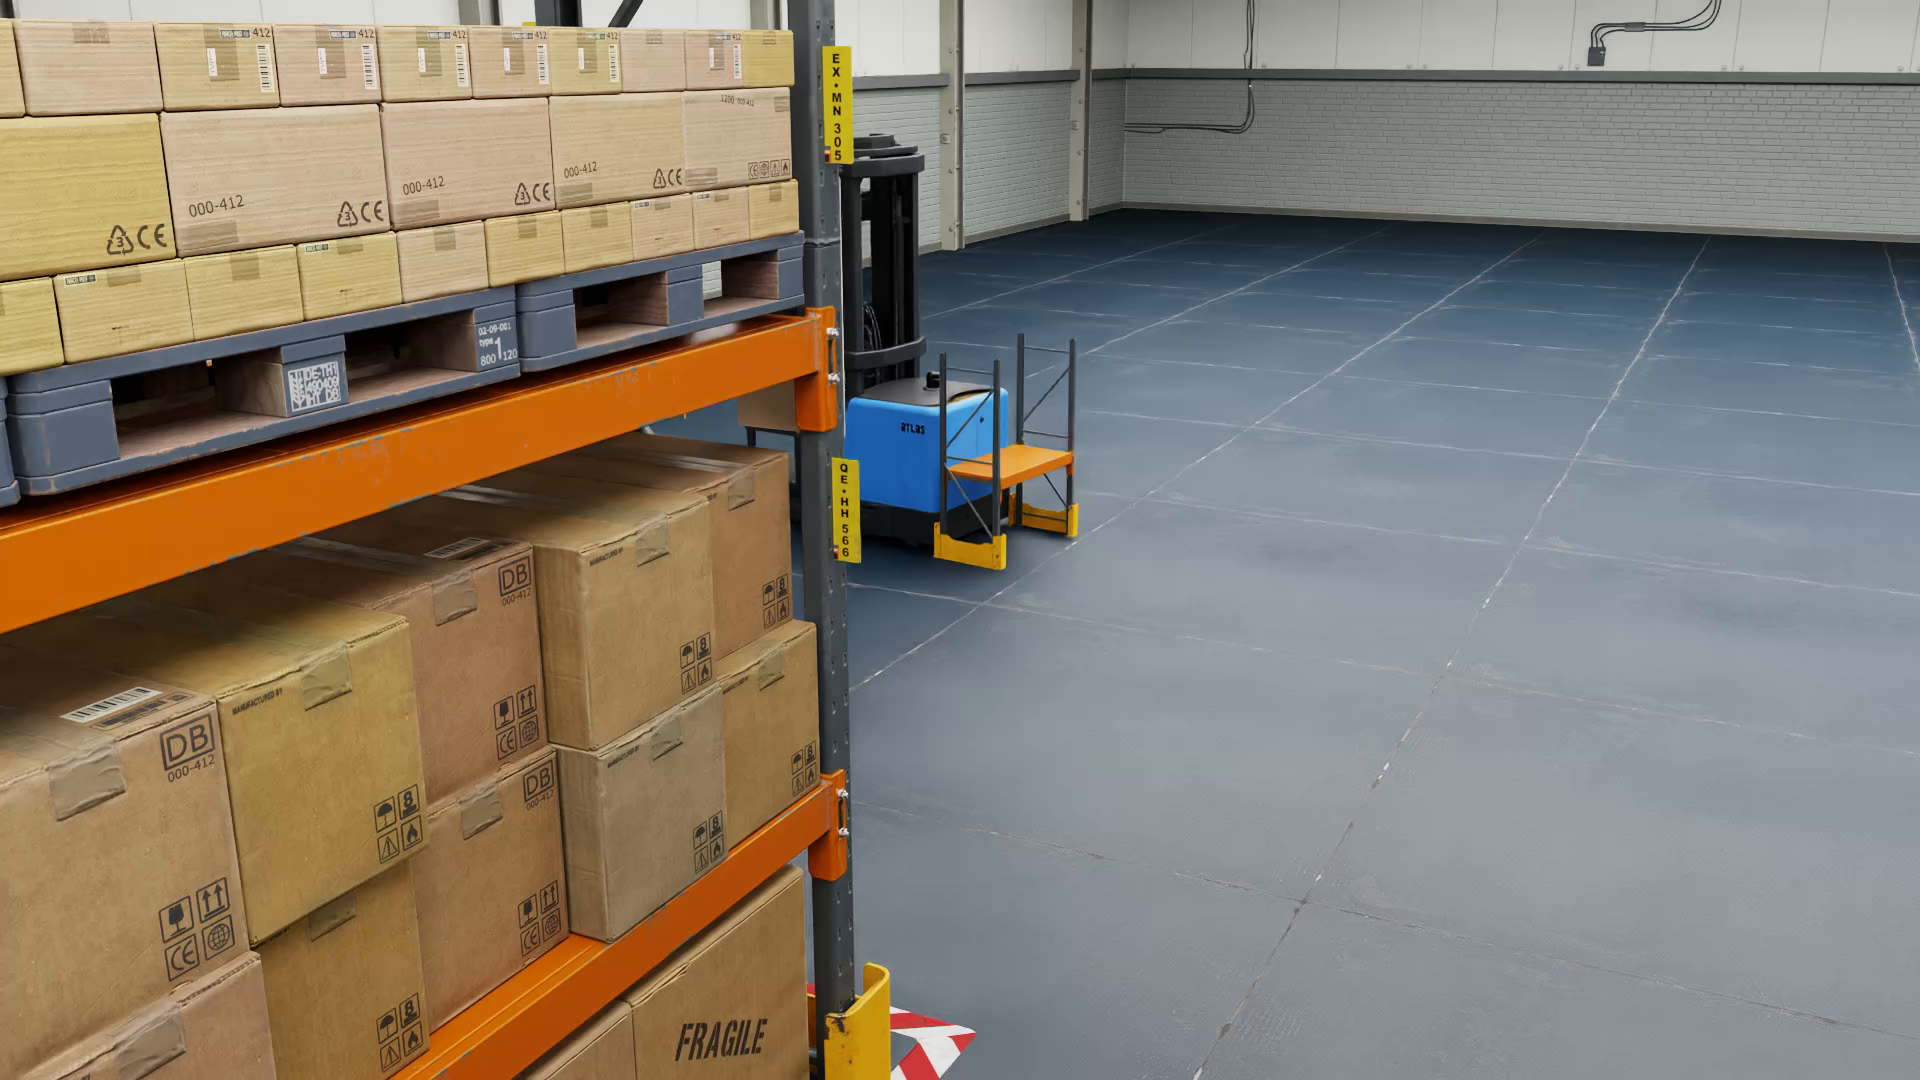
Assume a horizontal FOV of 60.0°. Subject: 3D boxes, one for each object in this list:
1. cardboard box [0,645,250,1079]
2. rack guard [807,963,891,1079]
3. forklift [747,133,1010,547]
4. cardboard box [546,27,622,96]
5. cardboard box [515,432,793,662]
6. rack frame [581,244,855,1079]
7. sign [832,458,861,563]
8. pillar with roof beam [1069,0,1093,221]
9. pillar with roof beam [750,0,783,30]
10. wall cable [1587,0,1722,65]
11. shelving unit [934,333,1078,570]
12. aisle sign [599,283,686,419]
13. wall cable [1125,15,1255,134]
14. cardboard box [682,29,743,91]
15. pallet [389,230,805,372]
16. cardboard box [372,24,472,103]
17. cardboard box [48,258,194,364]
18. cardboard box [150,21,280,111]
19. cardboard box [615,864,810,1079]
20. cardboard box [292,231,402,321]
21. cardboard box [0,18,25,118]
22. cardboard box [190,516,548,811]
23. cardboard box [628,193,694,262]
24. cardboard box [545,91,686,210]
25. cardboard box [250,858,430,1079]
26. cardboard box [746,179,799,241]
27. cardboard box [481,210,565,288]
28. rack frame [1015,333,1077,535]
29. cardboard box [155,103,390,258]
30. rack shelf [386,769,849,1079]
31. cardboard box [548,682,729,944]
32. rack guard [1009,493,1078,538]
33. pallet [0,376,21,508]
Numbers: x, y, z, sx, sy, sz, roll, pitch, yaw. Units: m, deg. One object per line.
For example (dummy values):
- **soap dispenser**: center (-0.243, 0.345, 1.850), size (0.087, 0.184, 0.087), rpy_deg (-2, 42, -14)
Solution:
- **cardboard box**: center (-1.917, 0.571, 3.174), size (0.875, 0.550, 0.550), rpy_deg (8, 18, 25)
- **rack guard**: center (-0.821, 1.698, 5.929), size (1.175, 0.500, 0.348), rpy_deg (8, 18, 25)
- **forklift**: center (-1.128, -1.653, 12.940), size (3.031, 2.935, 1.130), rpy_deg (11, 20, 32)
- **cardboard box**: center (-1.020, -1.119, 3.883), size (0.380, 0.149, 0.250), rpy_deg (8, 19, 26)
- **cardboard box**: center (-1.032, 0.006, 5.076), size (0.875, 0.550, 0.550), rpy_deg (8, 18, 25)
- **rack frame**: center (-0.832, 0.506, 5.553), size (1.000, 3.000, 0.127), rpy_deg (8, 18, 25)
- **sign**: center (-0.352, -0.090, 5.110), size (0.100, 0.325, 0.005), rpy_deg (8, 18, 25)
- **pillar with roof beam**: center (6.392, -10.636, 32.528), size (9.100, 9.000, 0.400), rpy_deg (8, 18, 25)
- **pillar with roof beam**: center (1.030, -7.579, 22.237), size (9.100, 9.000, 0.400), rpy_deg (8, 18, 25)
- **wall cable**: center (13.526, -12.184, 31.767), size (2.305, 6.003, 0.169), rpy_deg (8, 18, 25)
- **shelving unit**: center (0.351, -0.674, 12.160), size (0.587, 1.500, 1.083), rpy_deg (11, 20, 33)
- **aisle sign**: center (-1.068, -0.796, 5.372), size (0.394, 0.787, 0.004), rpy_deg (8, 18, 25)
- **wall cable**: center (5.040, -10.277, 36.774), size (3.097, 2.526, 0.112), rpy_deg (8, 18, 25)
- **cardboard box**: center (-0.791, -1.251, 4.326), size (0.380, 0.149, 0.250), rpy_deg (8, 18, 26)
- **pallet**: center (-1.154, -0.699, 4.497), size (1.003, 0.211, 1.213), rpy_deg (8, 18, 25)
- **cardboard box**: center (-1.247, -0.990, 3.449), size (0.380, 0.149, 0.250), rpy_deg (8, 18, 25)
- **cardboard box**: center (-1.585, -0.416, 2.917), size (0.380, 0.149, 0.250), rpy_deg (8, 18, 25)
- **cardboard box**: center (-1.472, -0.861, 3.015), size (0.380, 0.149, 0.250), rpy_deg (8, 18, 25)
- **cardboard box**: center (-1.075, 1.504, 5.185), size (0.875, 0.875, 0.875), rpy_deg (8, 18, 26)
- **cardboard box**: center (-1.359, -0.545, 3.349), size (0.380, 0.149, 0.250), rpy_deg (8, 18, 26)
- **cardboard box**: center (-1.698, -0.734, 2.585), size (0.380, 0.149, 0.250), rpy_deg (8, 18, 26)
- **cardboard box**: center (-1.567, 0.283, 4.143), size (0.875, 0.550, 0.550), rpy_deg (8, 18, 25)
- **cardboard box**: center (-0.904, -0.803, 4.221), size (0.380, 0.149, 0.250), rpy_deg (8, 18, 26)
- **cardboard box**: center (-1.025, -0.964, 4.062), size (0.500, 0.250, 0.500), rpy_deg (8, 18, 25)
- **cardboard box**: center (-1.745, 0.944, 3.814), size (0.875, 0.550, 0.500), rpy_deg (8, 18, 25)
- **cardboard box**: center (-0.677, -0.933, 4.657), size (0.380, 0.149, 0.250), rpy_deg (8, 18, 25)
- **cardboard box**: center (-1.132, -0.674, 3.784), size (0.380, 0.149, 0.250), rpy_deg (8, 18, 25)
- **rack frame**: center (0.645, -0.795, 12.568), size (0.500, 1.500, 0.032), rpy_deg (11, 20, 33)
- **cardboard box**: center (-1.475, -0.708, 3.200), size (0.500, 0.250, 0.500), rpy_deg (8, 18, 26)
- **rack shelf**: center (-1.725, 1.360, 3.940), size (1.077, 0.370, 4.000), rpy_deg (8, 18, 25)
- **cardboard box**: center (-1.183, 0.677, 4.713), size (0.875, 0.550, 0.550), rpy_deg (8, 18, 25)
- **rack guard**: center (0.634, -0.192, 12.731), size (0.587, 0.250, 0.087), rpy_deg (11, 20, 33)
- **pallet**: center (-2.244, -0.078, 2.405), size (1.003, 0.211, 1.213), rpy_deg (8, 18, 25)
